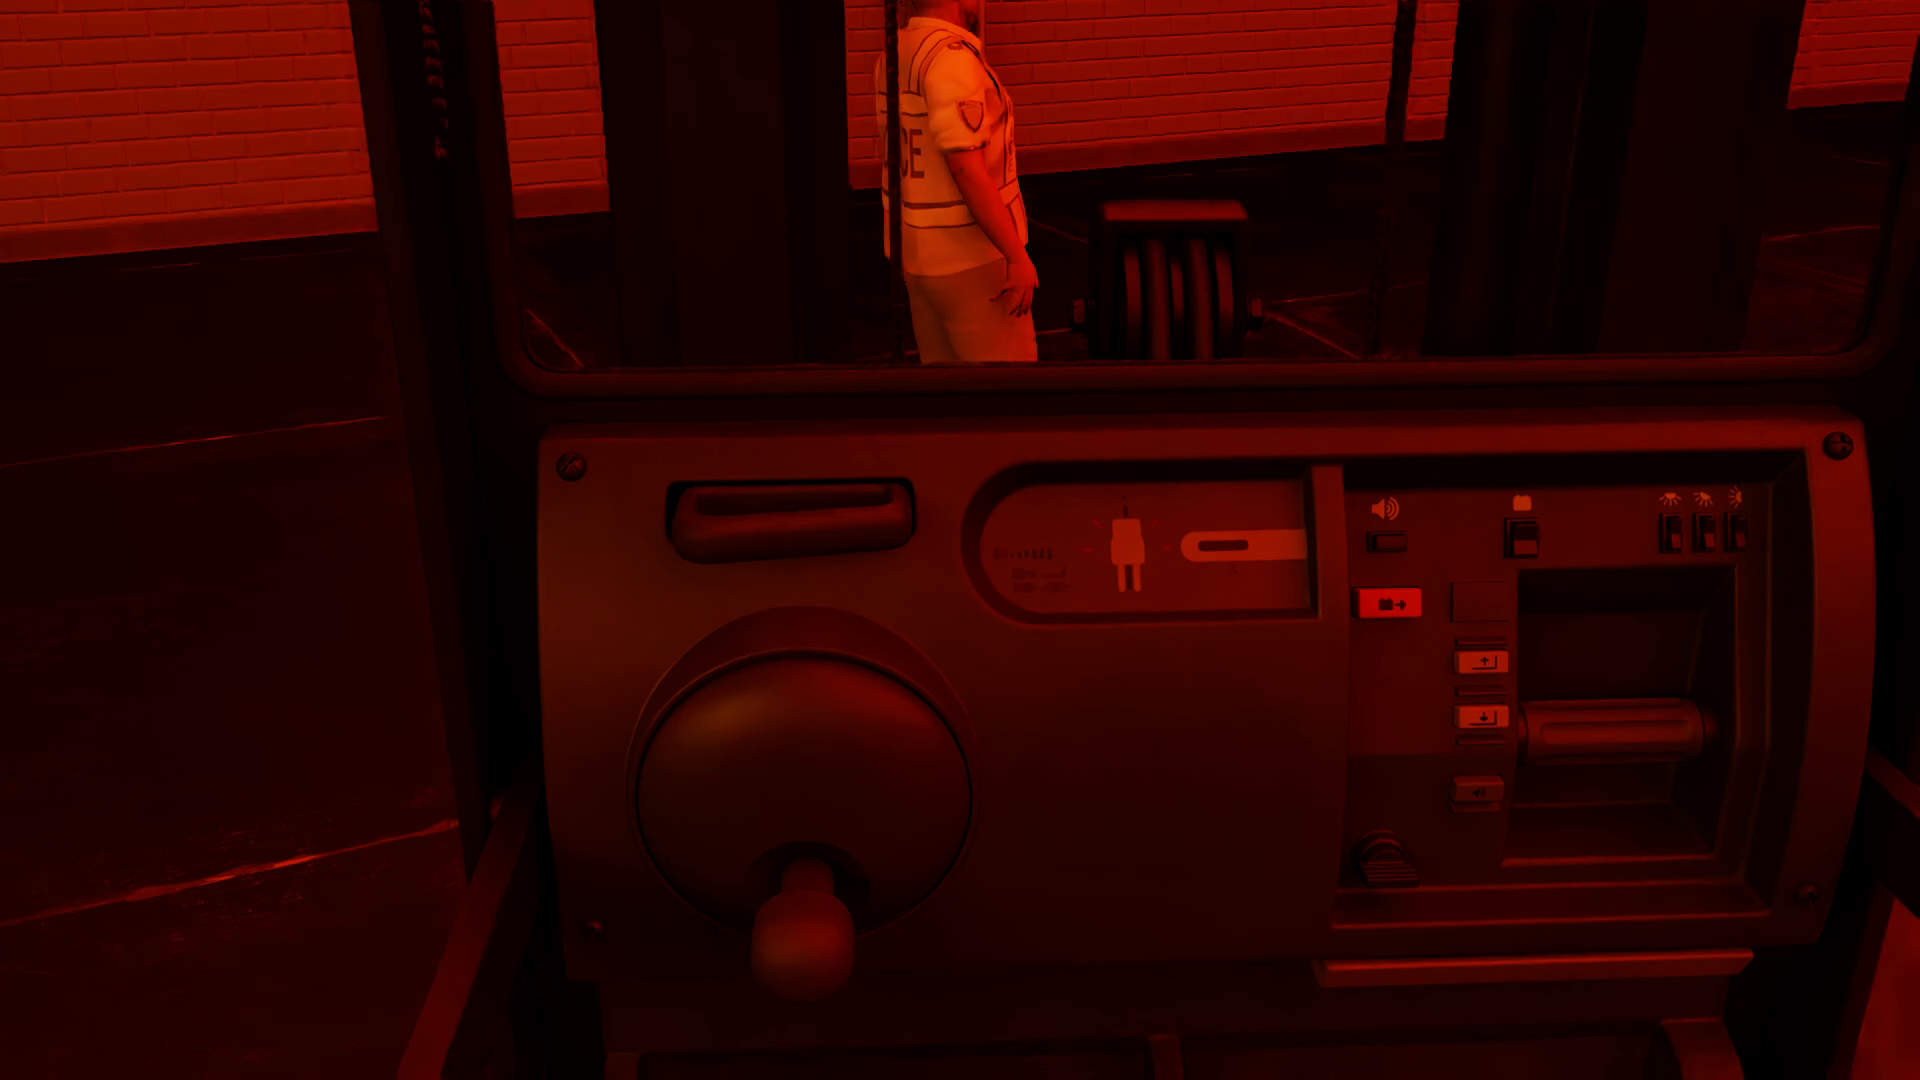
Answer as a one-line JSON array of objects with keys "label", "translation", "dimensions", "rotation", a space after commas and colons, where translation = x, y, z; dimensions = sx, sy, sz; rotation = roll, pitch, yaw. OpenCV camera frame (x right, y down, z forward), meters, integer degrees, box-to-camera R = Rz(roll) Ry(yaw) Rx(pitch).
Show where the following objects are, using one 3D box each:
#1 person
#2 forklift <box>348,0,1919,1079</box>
[{"label": "person", "translation": [0.076, -0.839, 4.783], "dimensions": [0.574, 1.780, 0.641], "rotation": [-10, 25, -23]}, {"label": "forklift", "translation": [0.190, 0.130, 0.972], "dimensions": [1.130, 2.935, 3.031], "rotation": [-1, 23, -3]}]
